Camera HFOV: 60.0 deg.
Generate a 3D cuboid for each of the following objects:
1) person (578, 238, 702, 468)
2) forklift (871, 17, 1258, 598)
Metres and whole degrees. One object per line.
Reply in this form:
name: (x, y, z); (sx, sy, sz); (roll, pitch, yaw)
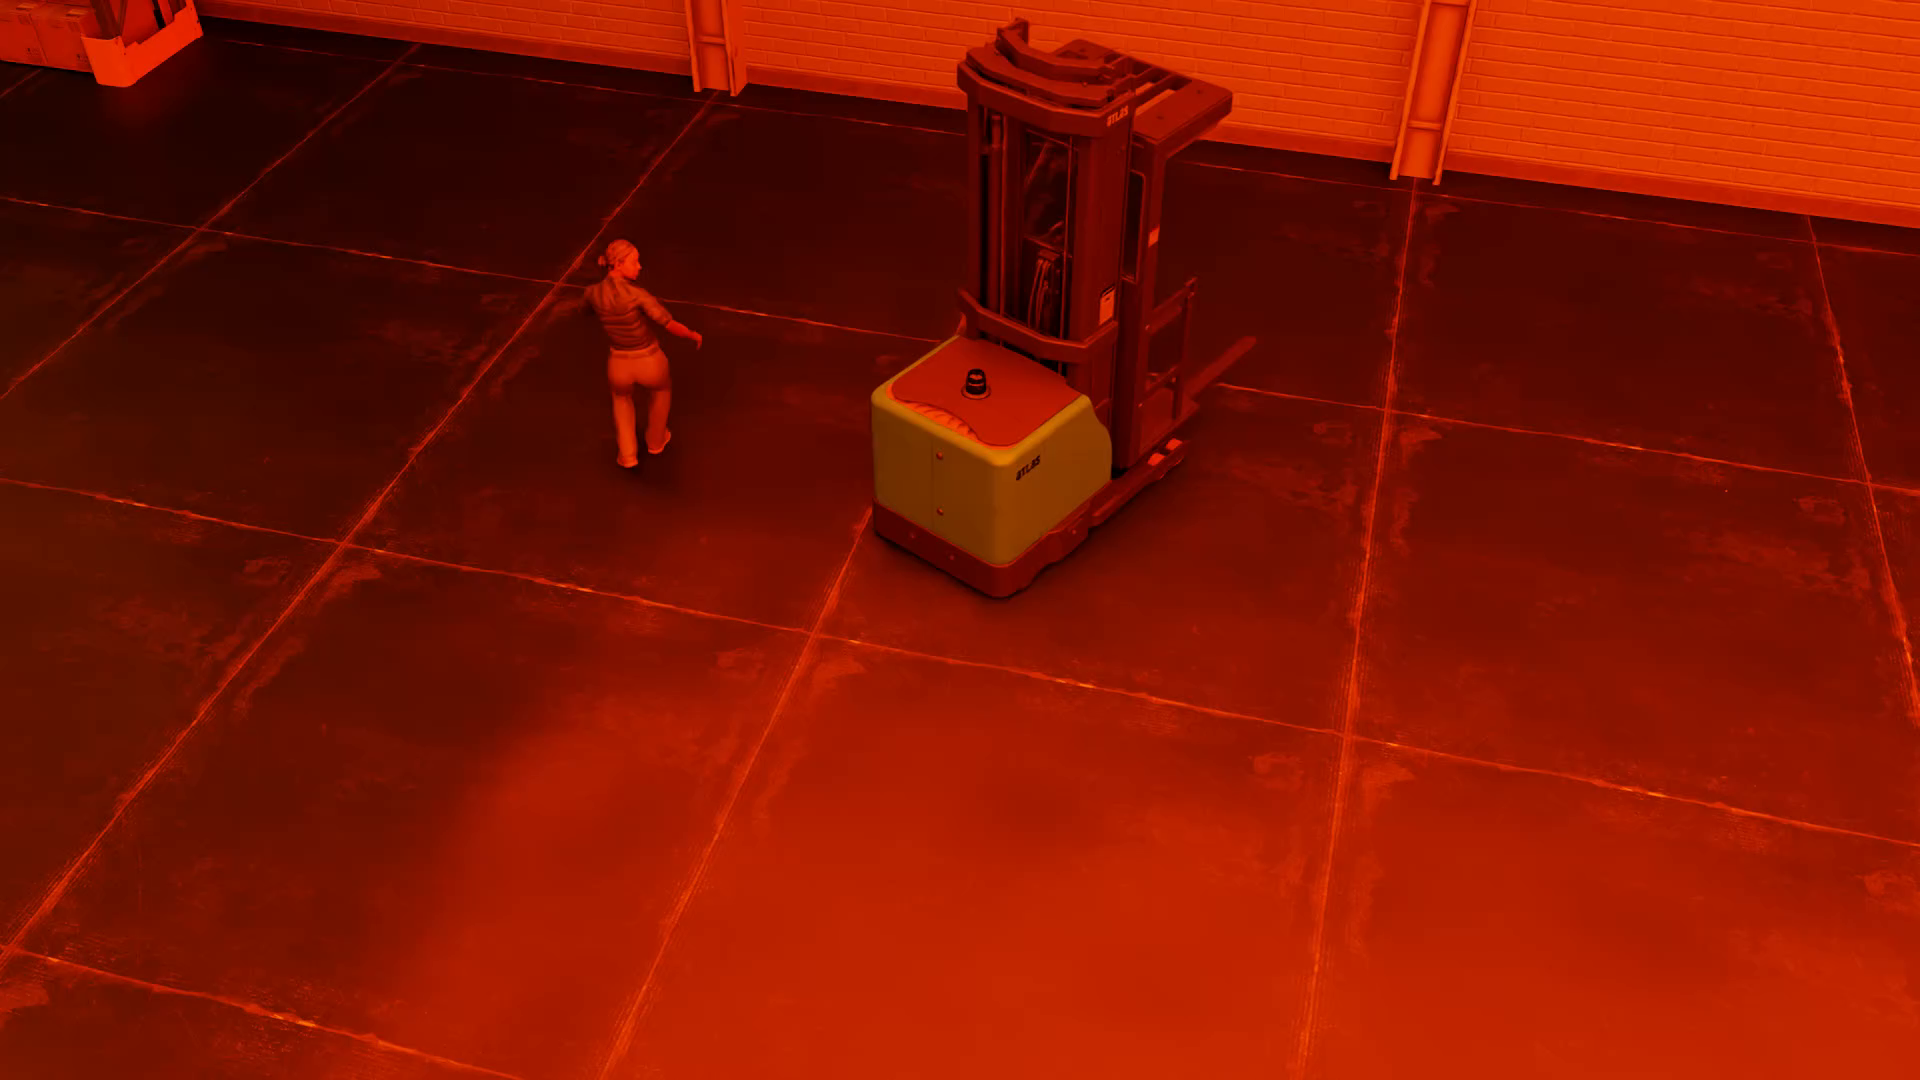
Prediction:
person: (-1.961, -1.187, 10.259); (0.741, 1.558, 0.712); (4, 41, 4)
forklift: (0.804, -1.675, 9.772); (1.130, 2.935, 3.031); (29, 49, 29)
